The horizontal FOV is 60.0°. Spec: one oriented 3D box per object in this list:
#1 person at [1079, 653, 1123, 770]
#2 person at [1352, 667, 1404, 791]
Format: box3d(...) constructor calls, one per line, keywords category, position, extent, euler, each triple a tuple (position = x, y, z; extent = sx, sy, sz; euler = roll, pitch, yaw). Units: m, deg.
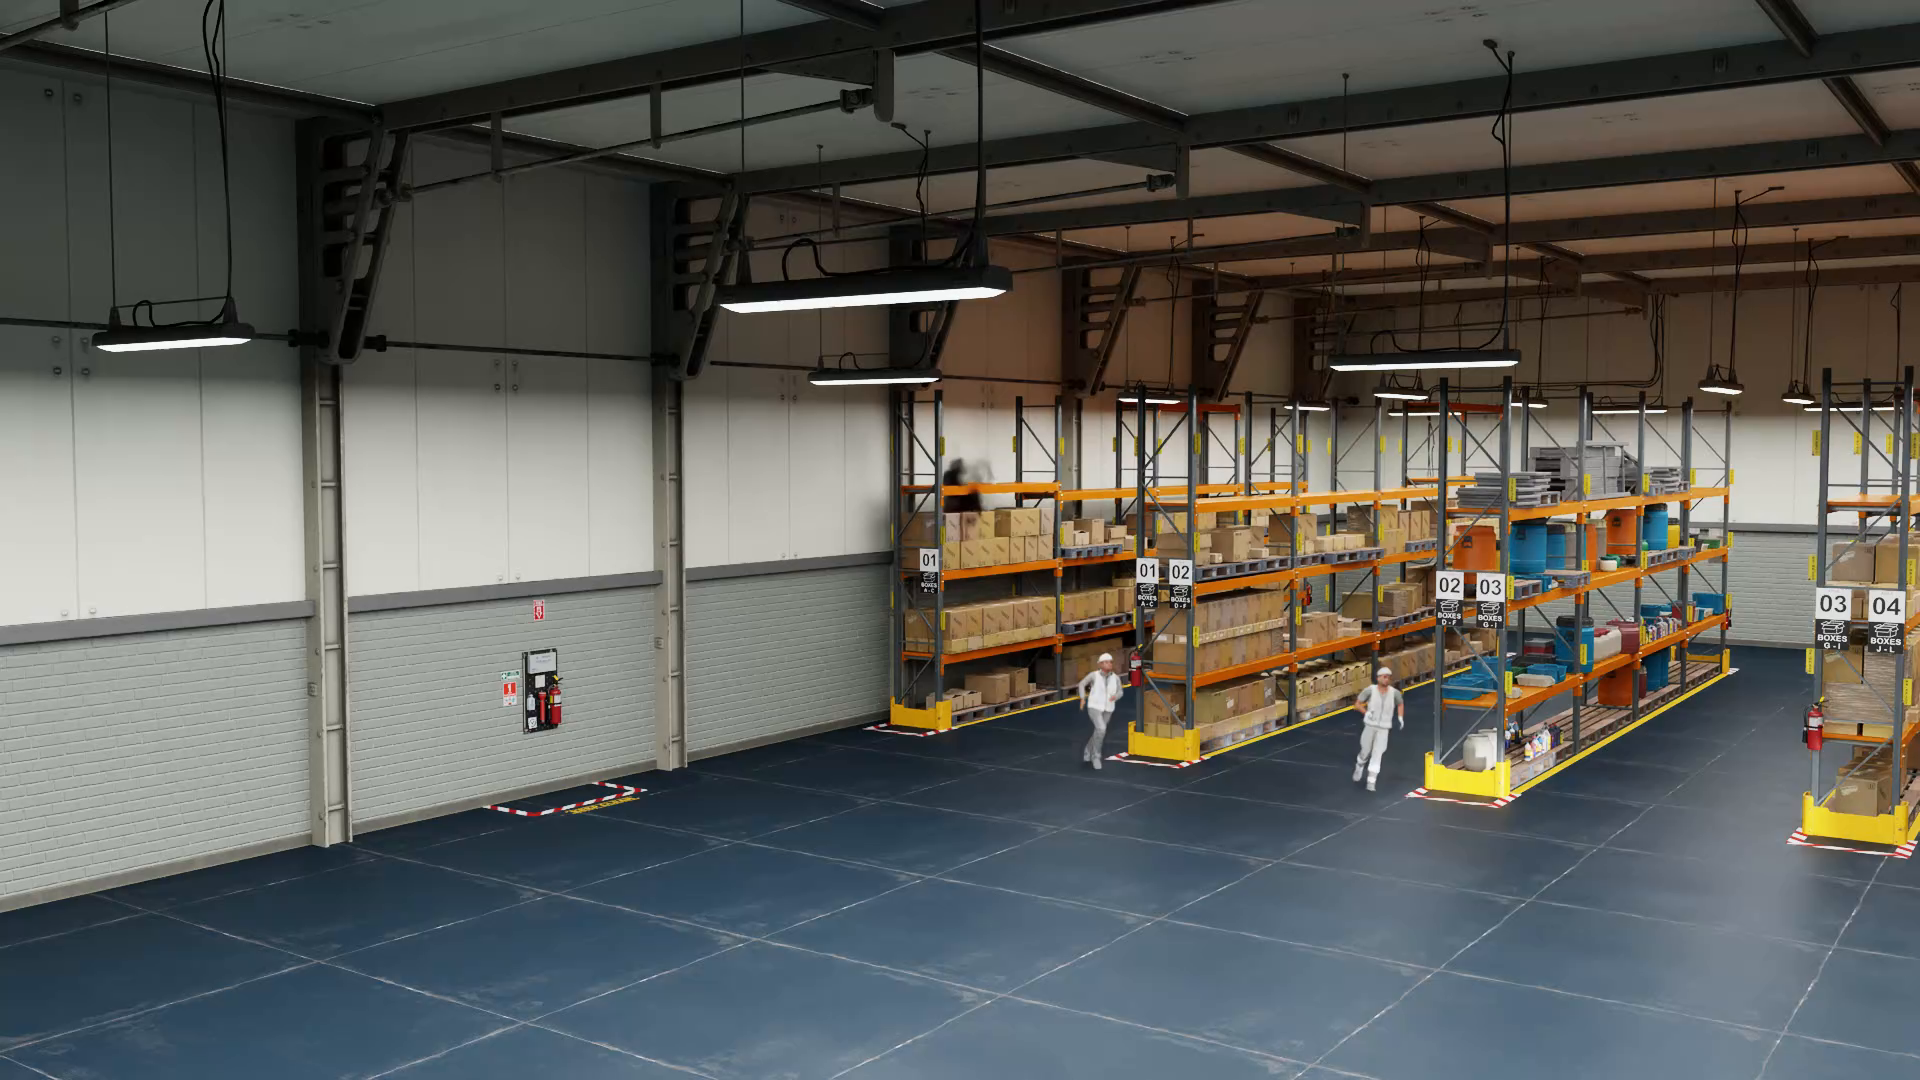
box3d(category="person", position=(2.236, 2.656, 26.018), extent=(0.643, 1.755, 0.735), euler=(-1, 3, -20))
box3d(category="person", position=(6.135, 2.733, 24.263), extent=(0.719, 1.762, 0.915), euler=(0, 3, 6))
